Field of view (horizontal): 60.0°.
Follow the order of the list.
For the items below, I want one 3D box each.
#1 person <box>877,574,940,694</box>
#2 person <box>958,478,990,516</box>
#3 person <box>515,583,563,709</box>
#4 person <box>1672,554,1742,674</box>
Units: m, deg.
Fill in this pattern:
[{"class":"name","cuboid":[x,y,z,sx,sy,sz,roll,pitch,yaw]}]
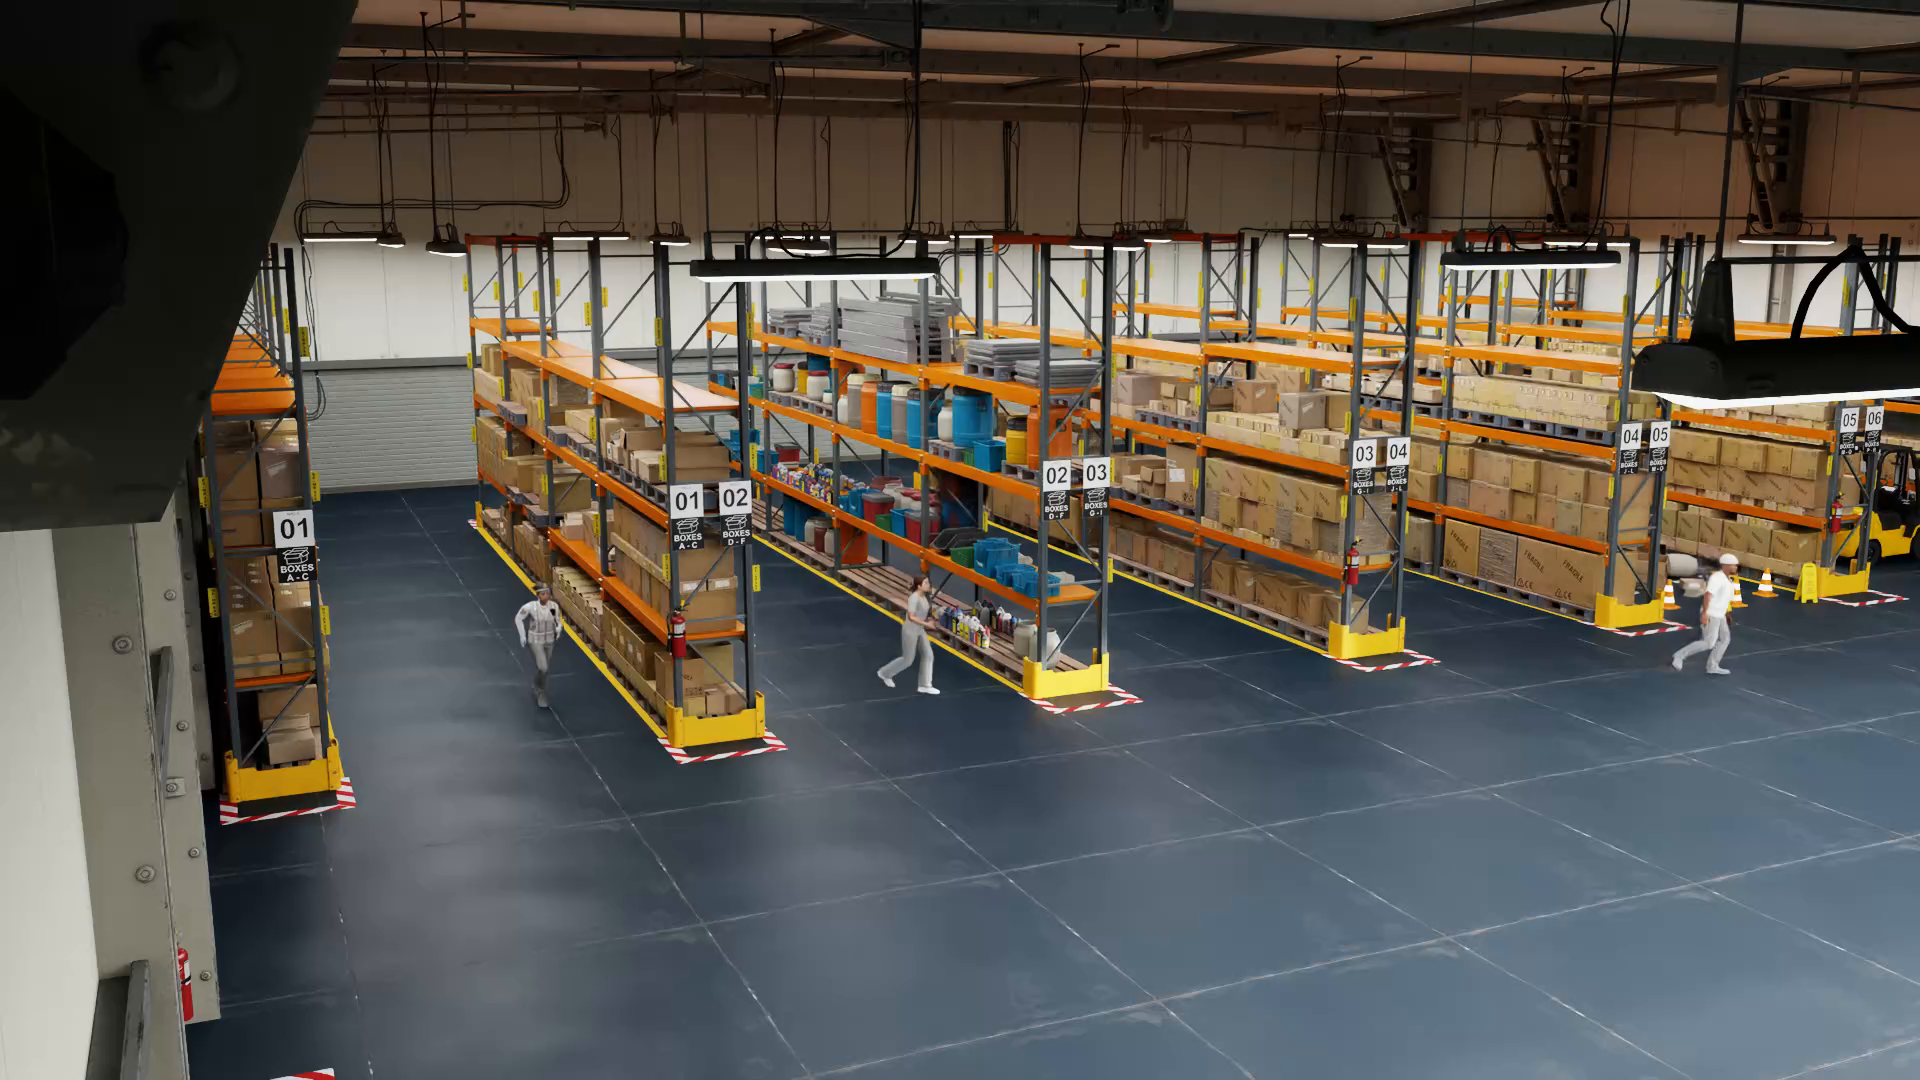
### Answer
[{"class":"person","cuboid":[-0.688,1.239,22.171,0.872,1.632,0.552,4,12,21]},{"class":"person","cuboid":[0.171,-0.574,31.494,0.666,1.714,0.790,-4,12,-21]},{"class":"person","cuboid":[-5.493,1.361,21.799,0.560,1.697,0.803,-8,14,-37]},{"class":"person","cuboid":[10.472,1.030,23.325,0.757,1.708,0.773,7,13,31]}]
